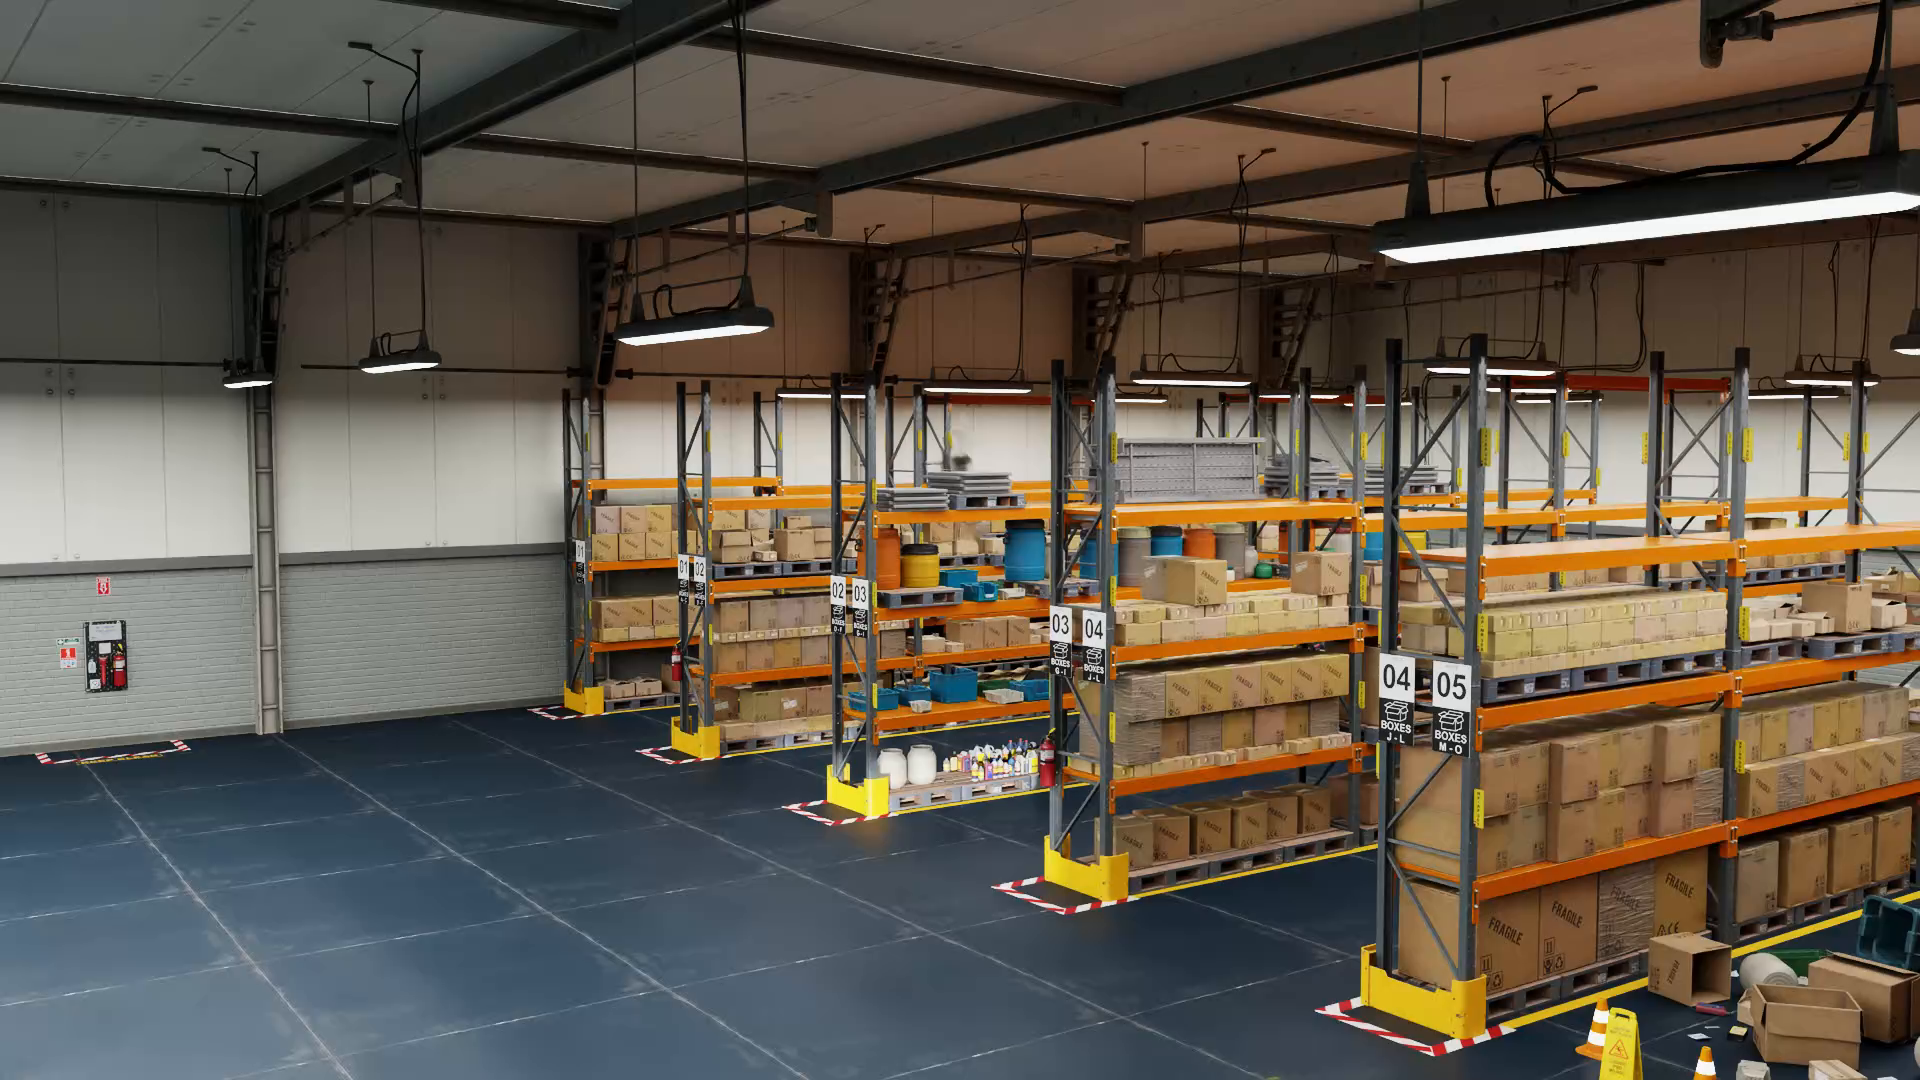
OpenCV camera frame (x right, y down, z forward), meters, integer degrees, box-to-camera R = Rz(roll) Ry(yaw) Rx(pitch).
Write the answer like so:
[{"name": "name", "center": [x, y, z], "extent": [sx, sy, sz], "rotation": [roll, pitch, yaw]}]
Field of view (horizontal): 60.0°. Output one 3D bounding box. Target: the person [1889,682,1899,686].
[{"name": "person", "center": [12.662, 2.838, 22.535], "extent": [0.813, 1.812, 0.665], "rotation": [-2, 4, -32]}]

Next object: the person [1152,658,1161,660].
[{"name": "person", "center": [3.270, 2.467, 28.791], "extent": [0.642, 1.717, 0.647], "rotation": [4, 5, 44]}]
